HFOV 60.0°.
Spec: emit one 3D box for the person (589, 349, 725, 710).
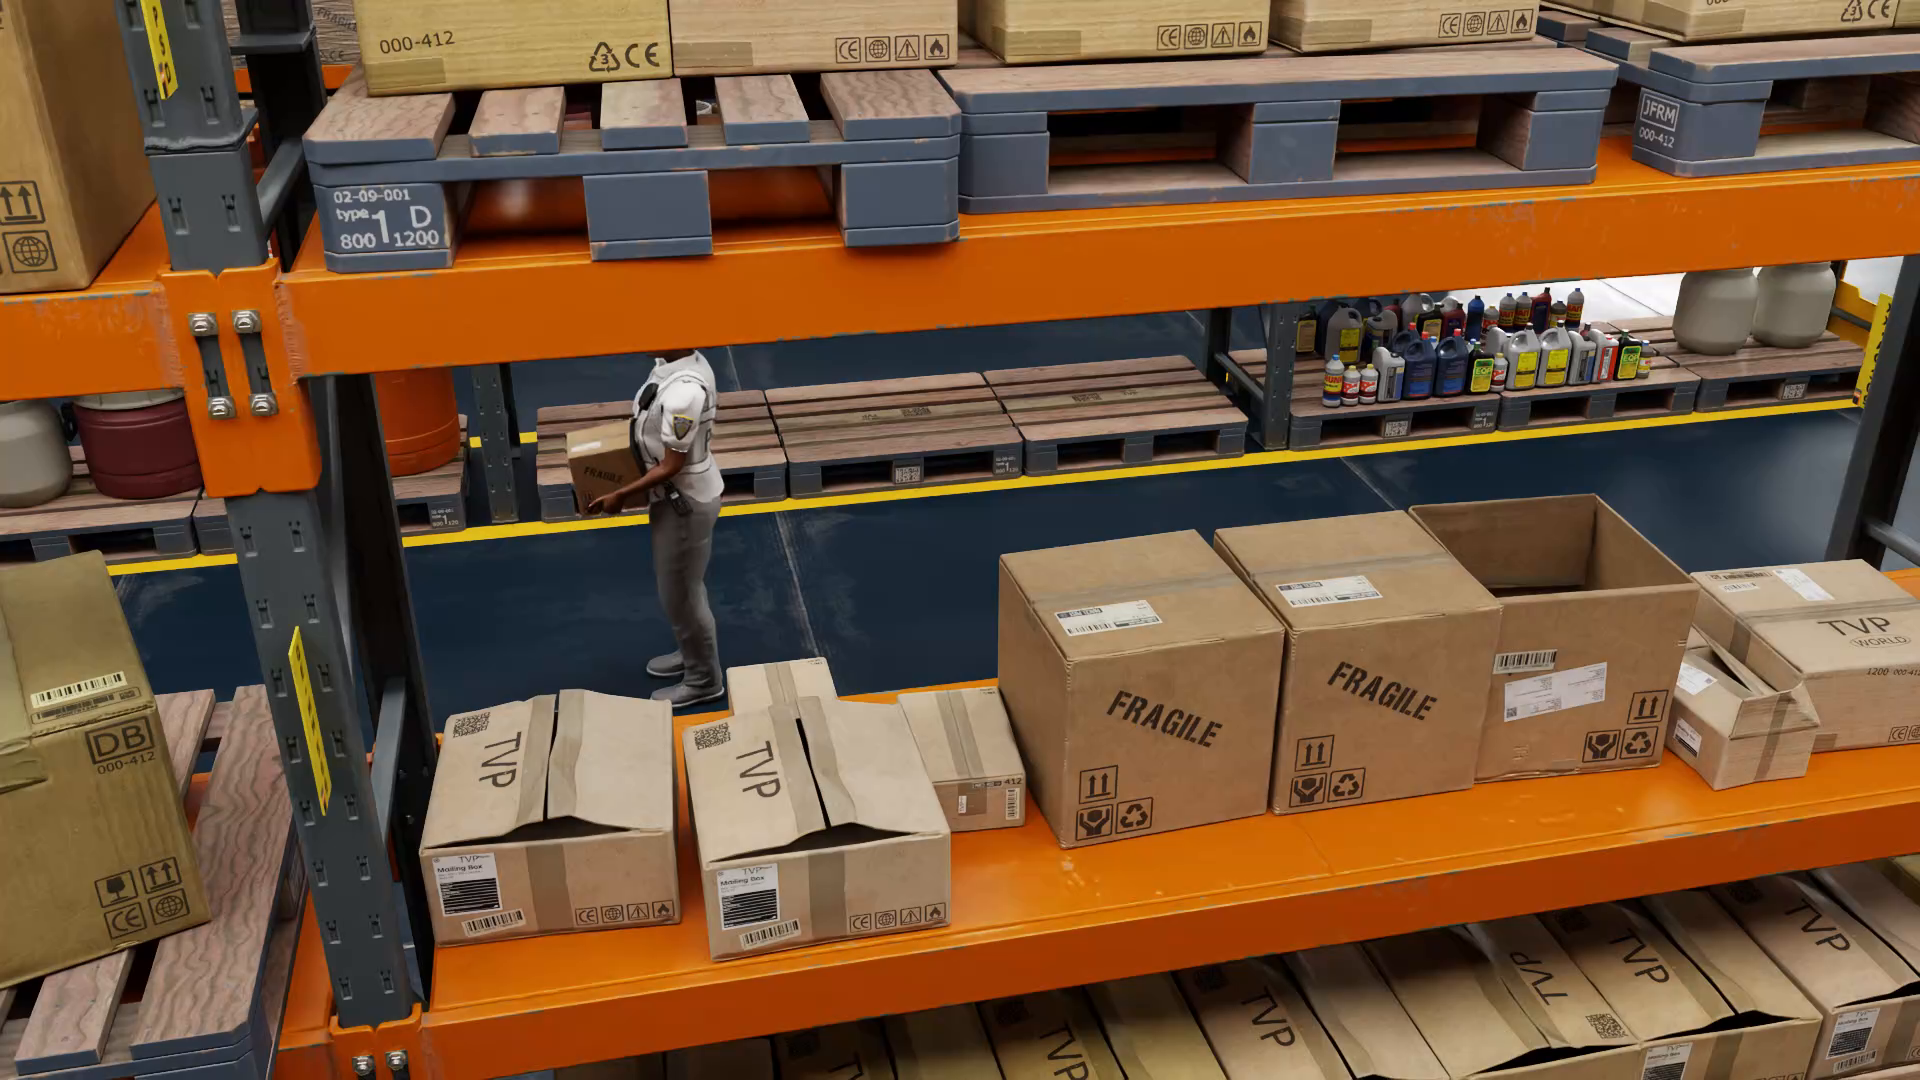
[{"bbox_3d":[-1.156,-0.155,6.386,0.525,1.691,0.455,-6,28,-12],"label":"person"}]
